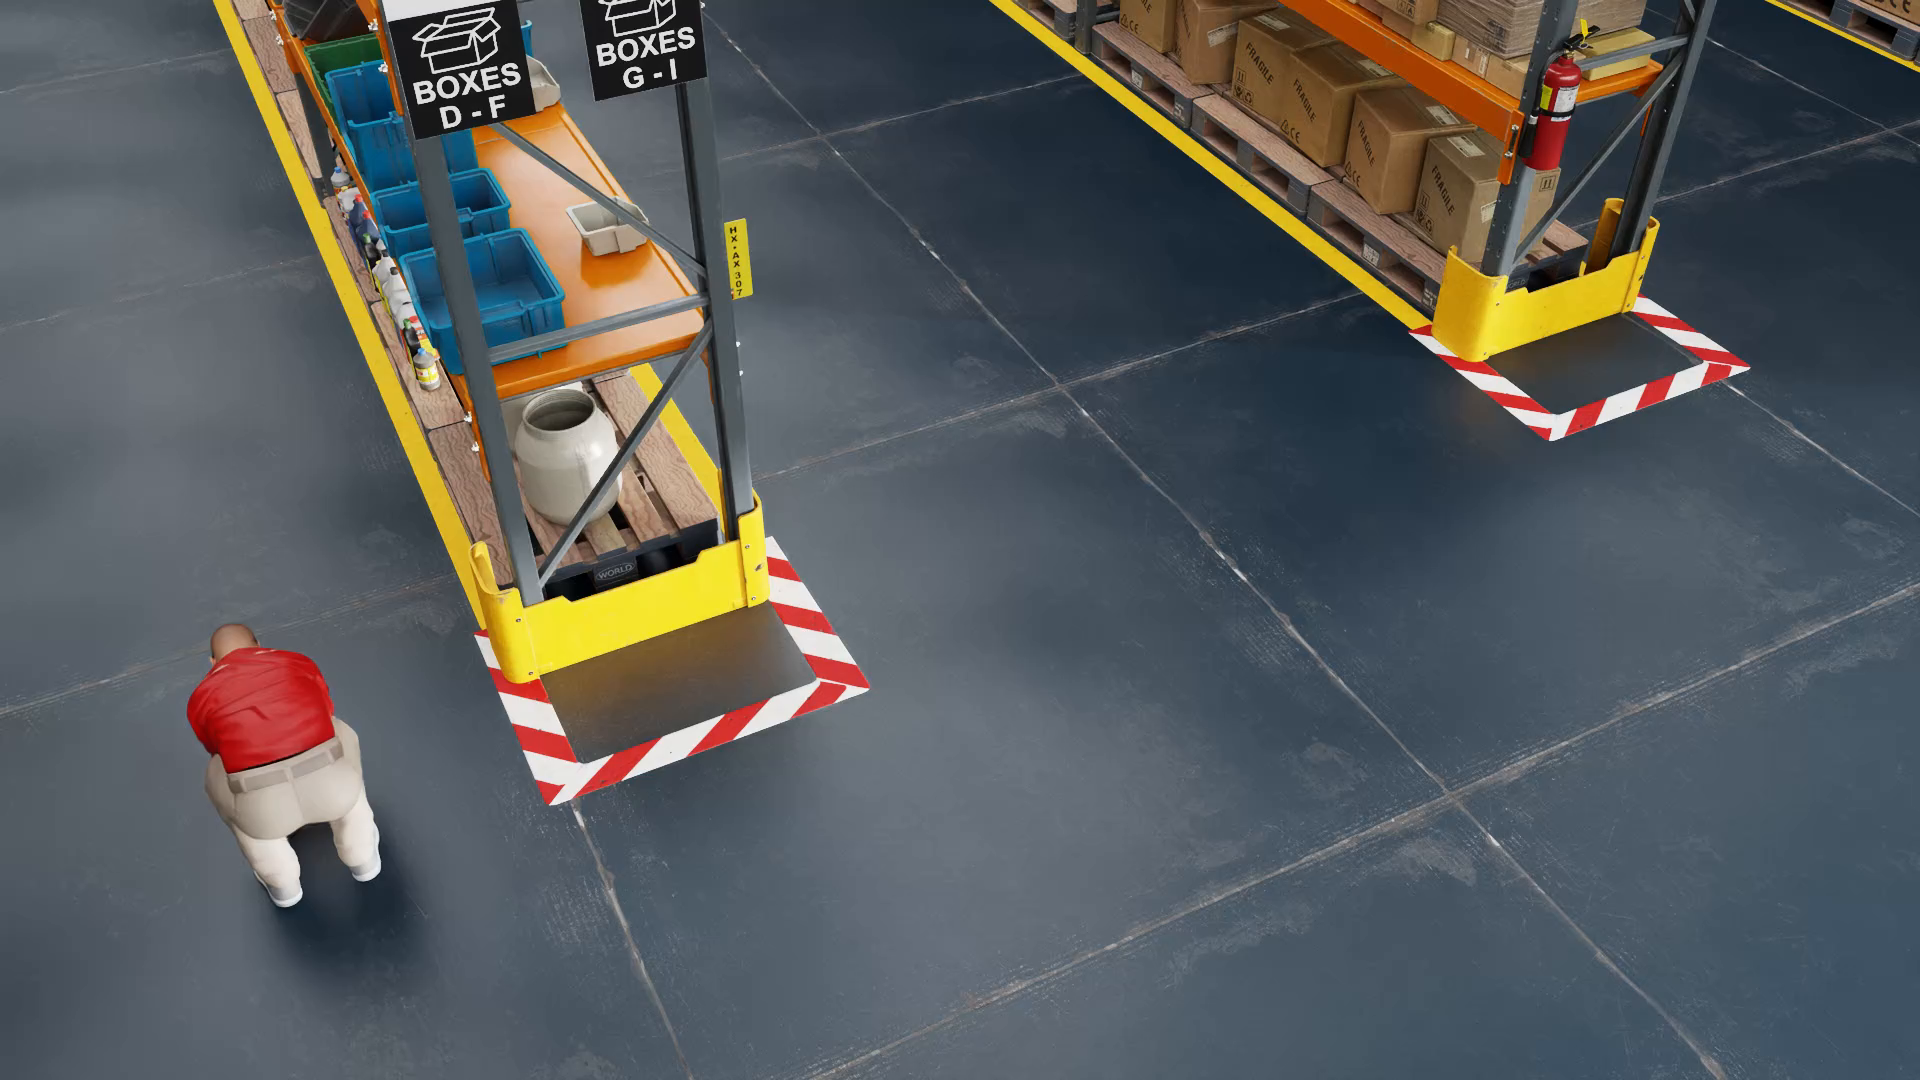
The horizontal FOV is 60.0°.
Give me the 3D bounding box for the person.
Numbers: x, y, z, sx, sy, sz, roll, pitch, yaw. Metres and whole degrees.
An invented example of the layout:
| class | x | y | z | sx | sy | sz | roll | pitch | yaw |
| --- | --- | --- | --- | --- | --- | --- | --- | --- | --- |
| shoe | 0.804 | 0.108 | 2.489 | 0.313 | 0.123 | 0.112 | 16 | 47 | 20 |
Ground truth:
| class | x | y | z | sx | sy | sz | roll | pitch | yaw |
| --- | --- | --- | --- | --- | --- | --- | --- | --- | --- |
| person | -2.432 | 0.805 | 5.973 | 0.536 | 0.814 | 0.954 | -20 | 45 | -22 |
